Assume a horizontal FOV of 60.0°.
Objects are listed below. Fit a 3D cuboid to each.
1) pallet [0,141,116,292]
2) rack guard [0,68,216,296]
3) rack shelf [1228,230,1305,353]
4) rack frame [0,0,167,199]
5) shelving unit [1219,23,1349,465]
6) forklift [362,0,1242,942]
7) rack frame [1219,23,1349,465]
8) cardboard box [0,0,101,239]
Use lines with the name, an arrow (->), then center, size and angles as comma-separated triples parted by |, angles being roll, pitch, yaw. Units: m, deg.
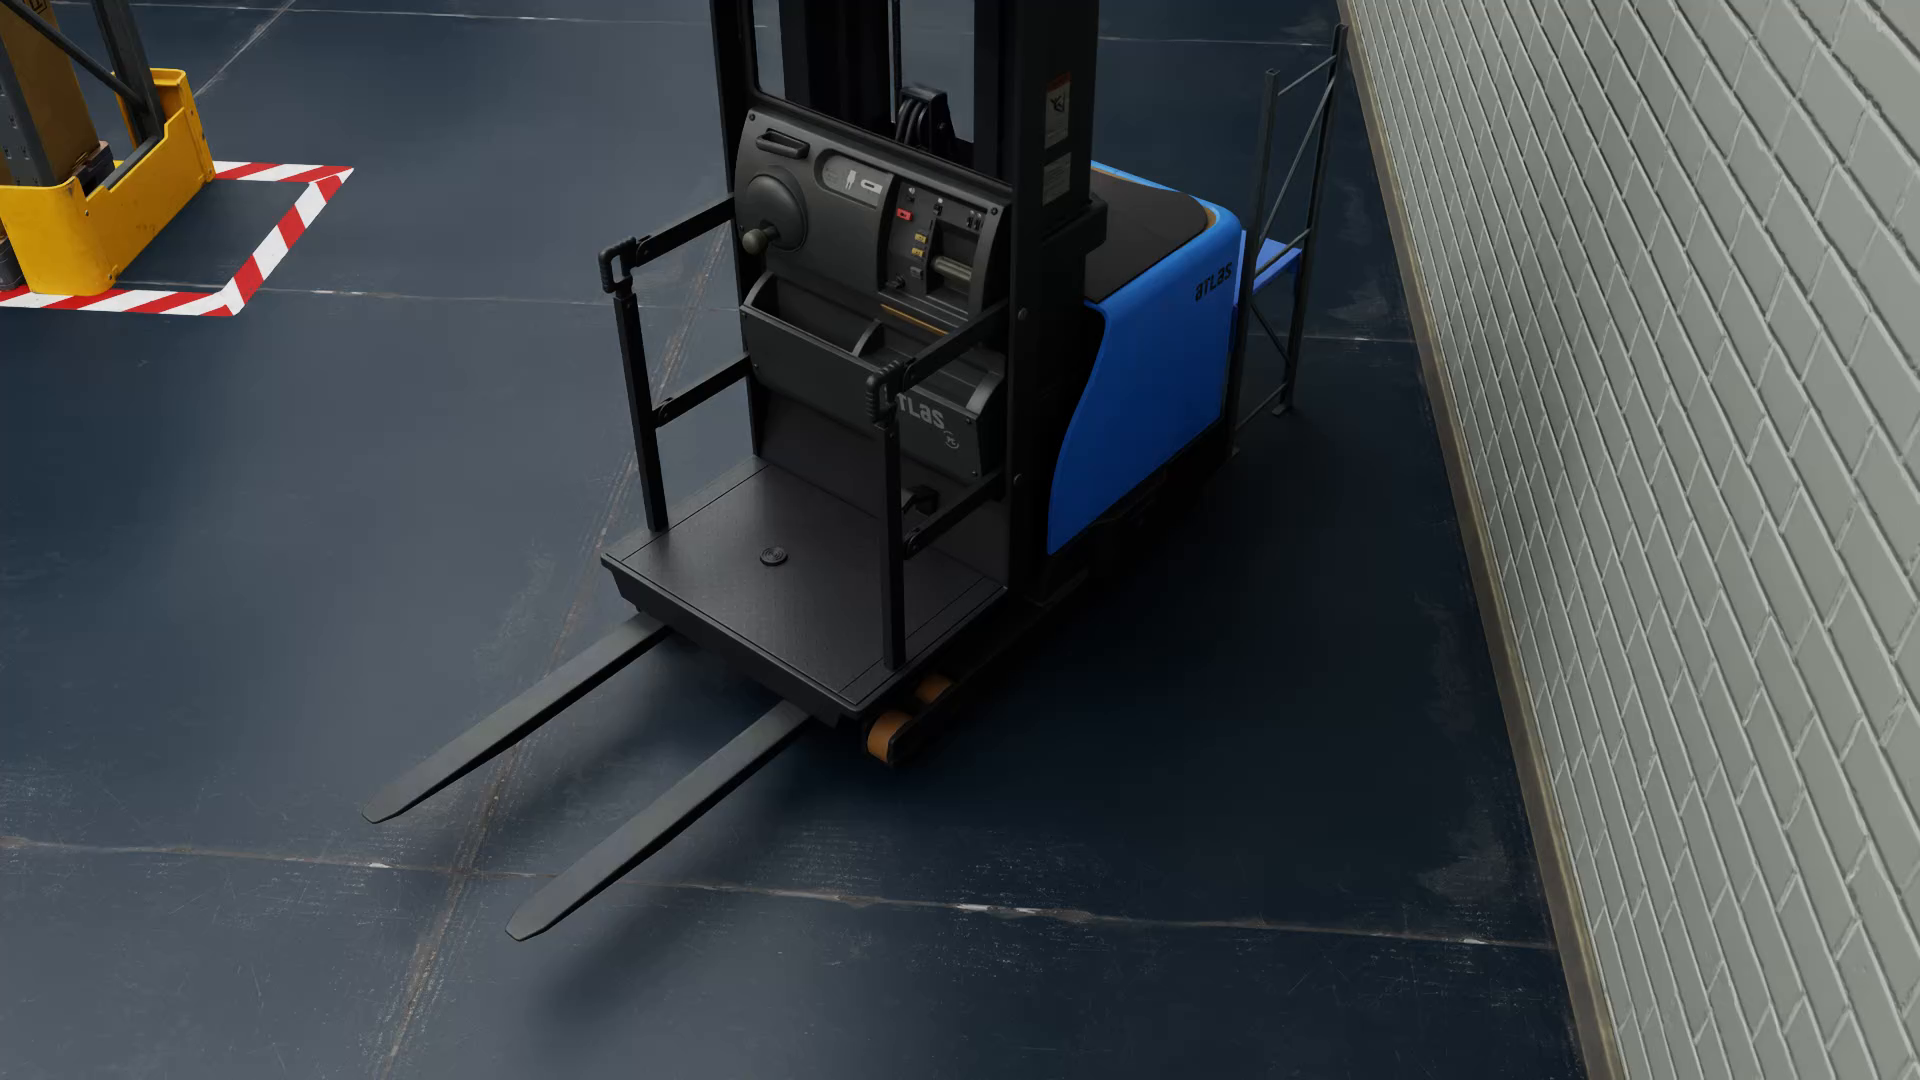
pallet -> -4.565, -1.478, 7.399 | 1.213, 0.211, 1.003 | 3, 39, 4
rack guard -> -3.737, -1.595, 7.313 | 0.348, 0.500, 1.175 | 3, 39, 4
rack shelf -> 0.708, -1.042, 6.127 | 1.000, 0.185, 0.538 | 26, 46, 28
rack frame -> -3.761, -2.566, 6.526 | 0.127, 3.000, 1.000 | 3, 39, 4
shelving unit -> 0.708, -1.182, 6.014 | 1.048, 1.500, 0.538 | 26, 46, 28
forklift -> -0.400, -0.830, 4.448 | 1.130, 2.935, 3.031 | 27, 47, 30
rack frame -> 1.111, -0.987, 5.774 | 0.032, 1.500, 0.500 | 26, 46, 28
cardboard box -> -4.406, -1.889, 7.045 | 0.875, 0.875, 0.875 | 3, 39, 4
